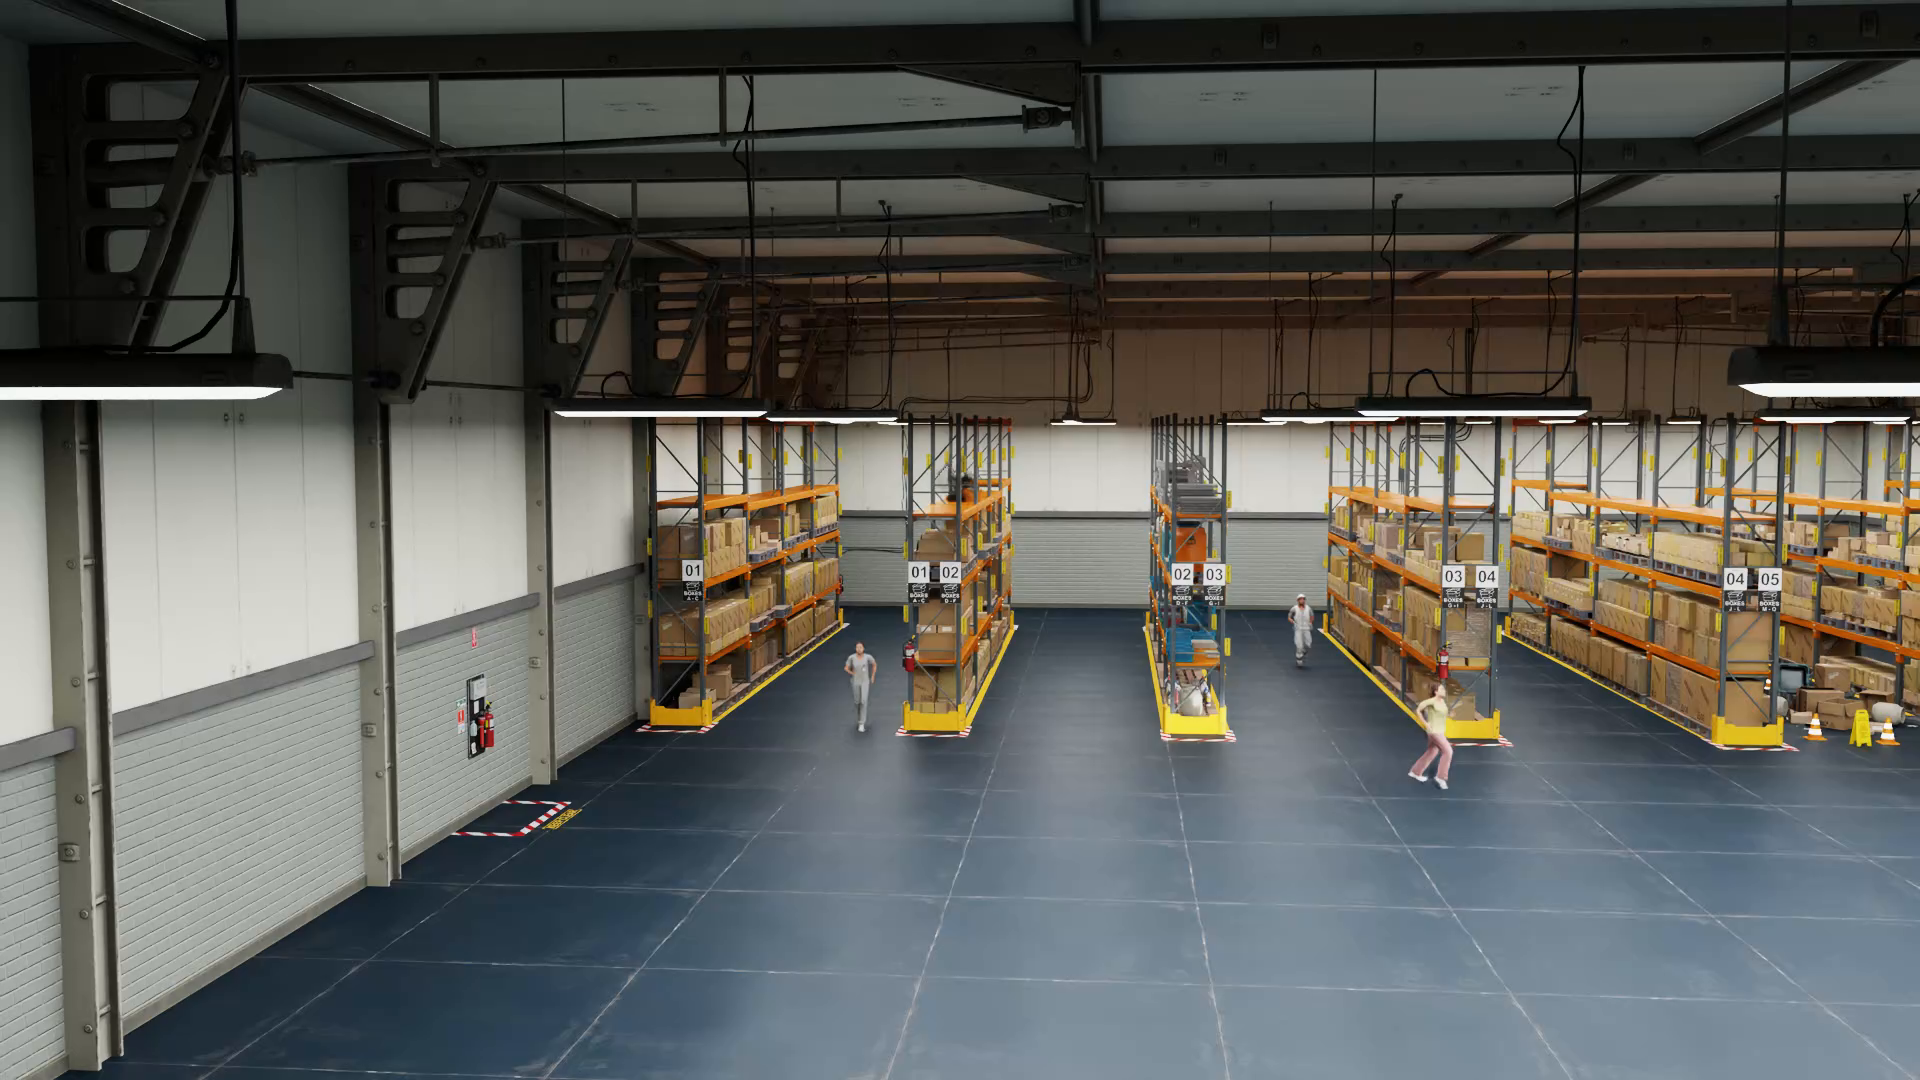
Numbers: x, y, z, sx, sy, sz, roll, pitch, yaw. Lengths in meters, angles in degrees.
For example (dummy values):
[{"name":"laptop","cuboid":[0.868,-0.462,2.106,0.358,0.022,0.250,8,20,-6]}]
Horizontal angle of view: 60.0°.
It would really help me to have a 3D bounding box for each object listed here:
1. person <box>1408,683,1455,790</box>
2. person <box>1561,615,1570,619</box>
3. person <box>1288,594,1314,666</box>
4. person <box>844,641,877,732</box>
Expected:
[{"name":"person","cuboid":[7.557,3.117,26.597,0.762,1.715,0.561,3,5,36]},{"name":"person","cuboid":[17.002,1.827,46.660,0.583,1.555,0.566,-2,4,-24]},{"name":"person","cuboid":[8.193,2.167,39.820,0.648,1.740,0.596,0,4,0]},{"name":"person","cuboid":[-1.906,2.761,31.748,0.599,1.680,0.881,0,4,4]}]
